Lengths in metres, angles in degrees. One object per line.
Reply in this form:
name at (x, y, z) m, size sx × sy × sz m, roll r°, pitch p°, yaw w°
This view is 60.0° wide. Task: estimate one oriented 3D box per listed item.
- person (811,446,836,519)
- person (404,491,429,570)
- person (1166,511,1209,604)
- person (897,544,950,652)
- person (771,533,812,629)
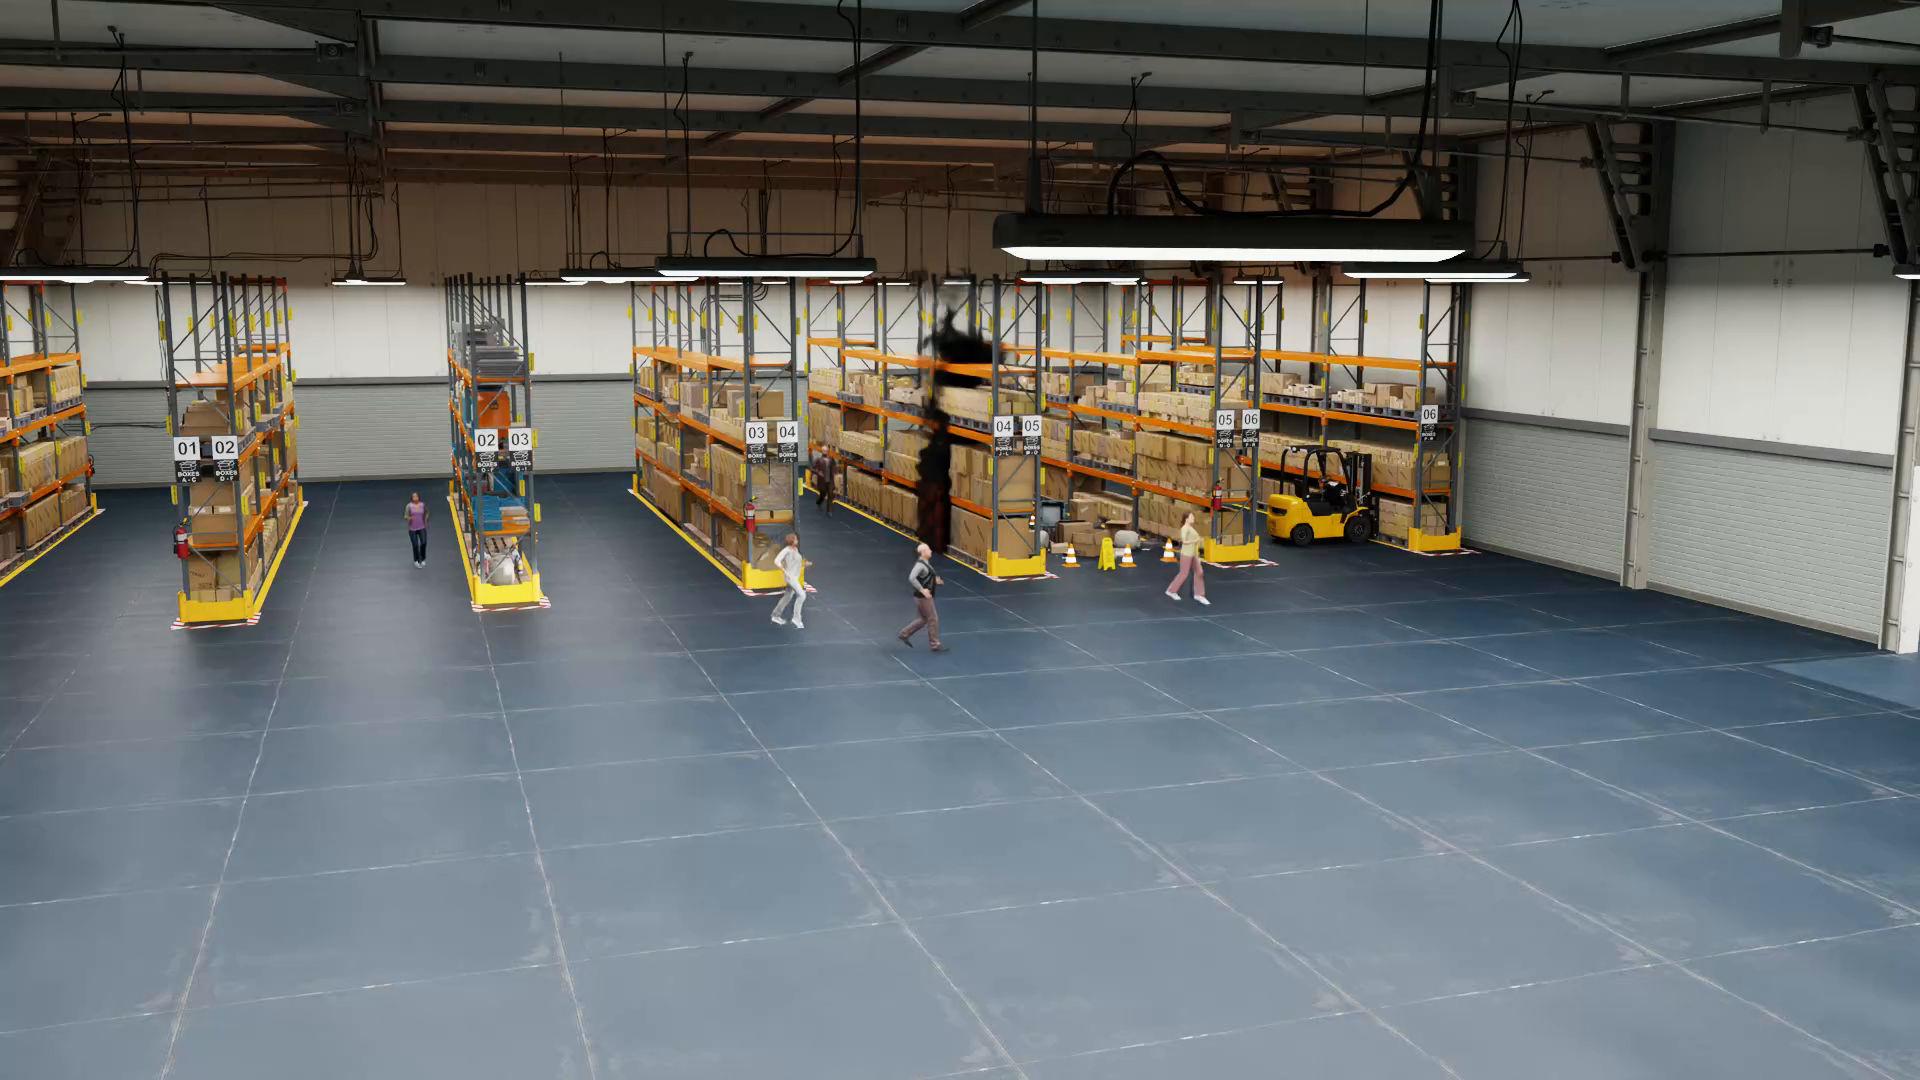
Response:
person at (-3.407, -1.475, 41.999) m, size 0.708 × 1.784 × 1.005 m, roll -3°, pitch 9°, yaw -22°
person at (-11.109, -0.194, 34.083) m, size 0.517 × 1.608 × 0.639 m, roll -4°, pitch 9°, yaw -24°
person at (4.169, 0.308, 30.388) m, size 0.806 × 1.703 × 0.565 m, roll 4°, pitch 10°, yaw 27°
person at (-0.576, 0.911, 26.282) m, size 0.844 × 1.709 × 0.671 m, roll 0°, pitch 9°, yaw 2°
person at (-2.871, 0.698, 28.212) m, size 0.718 × 1.642 × 0.518 m, roll 1°, pitch 9°, yaw 5°
